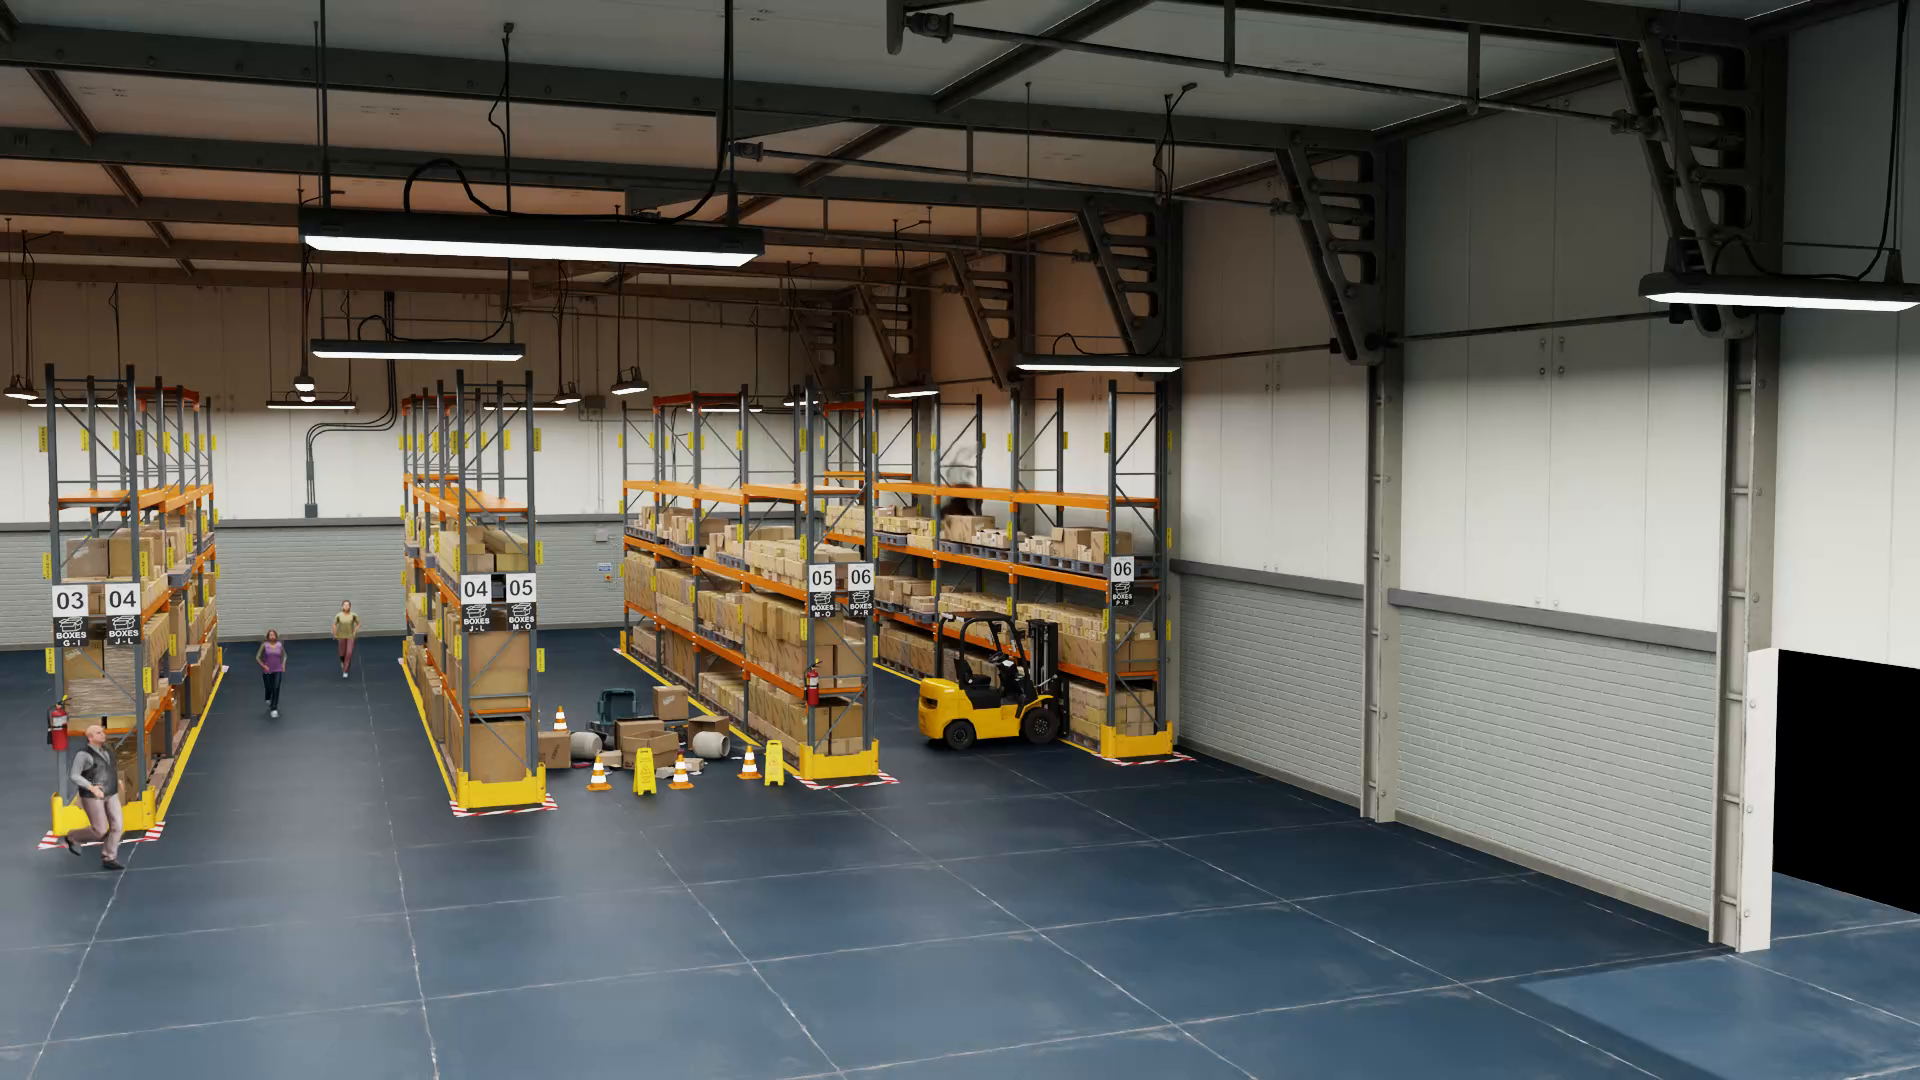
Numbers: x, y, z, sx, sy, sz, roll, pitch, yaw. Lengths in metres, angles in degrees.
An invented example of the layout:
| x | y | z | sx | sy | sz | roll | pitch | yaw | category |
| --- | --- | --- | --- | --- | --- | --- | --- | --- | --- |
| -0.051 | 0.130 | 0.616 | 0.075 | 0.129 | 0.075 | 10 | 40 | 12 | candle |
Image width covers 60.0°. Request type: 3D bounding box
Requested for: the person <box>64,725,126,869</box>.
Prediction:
| x | y | z | sx | sy | sz | roll | pitch | yaw | category |
| --- | --- | --- | --- | --- | --- | --- | --- | --- | --- |
| -10.174 | 3.020 | 19.591 | 0.744 | 1.695 | 0.673 | 1 | 3 | 17 | person |

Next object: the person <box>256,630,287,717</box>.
| x | y | z | sx | sy | sz | roll | pitch | yaw | category |
| --- | --- | --- | --- | --- | --- | --- | --- | --- | --- |
| -12.677 | 2.445 | 30.632 | 0.546 | 1.564 | 0.718 | -2 | 4 | -29 | person |

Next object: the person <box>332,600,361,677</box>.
| x | y | z | sx | sy | sz | roll | pitch | yaw | category |
| --- | --- | --- | --- | --- | --- | --- | --- | --- | --- |
| -13.195 | 2.108 | 35.790 | 0.583 | 1.638 | 0.650 | -1 | 4 | -20 | person |
